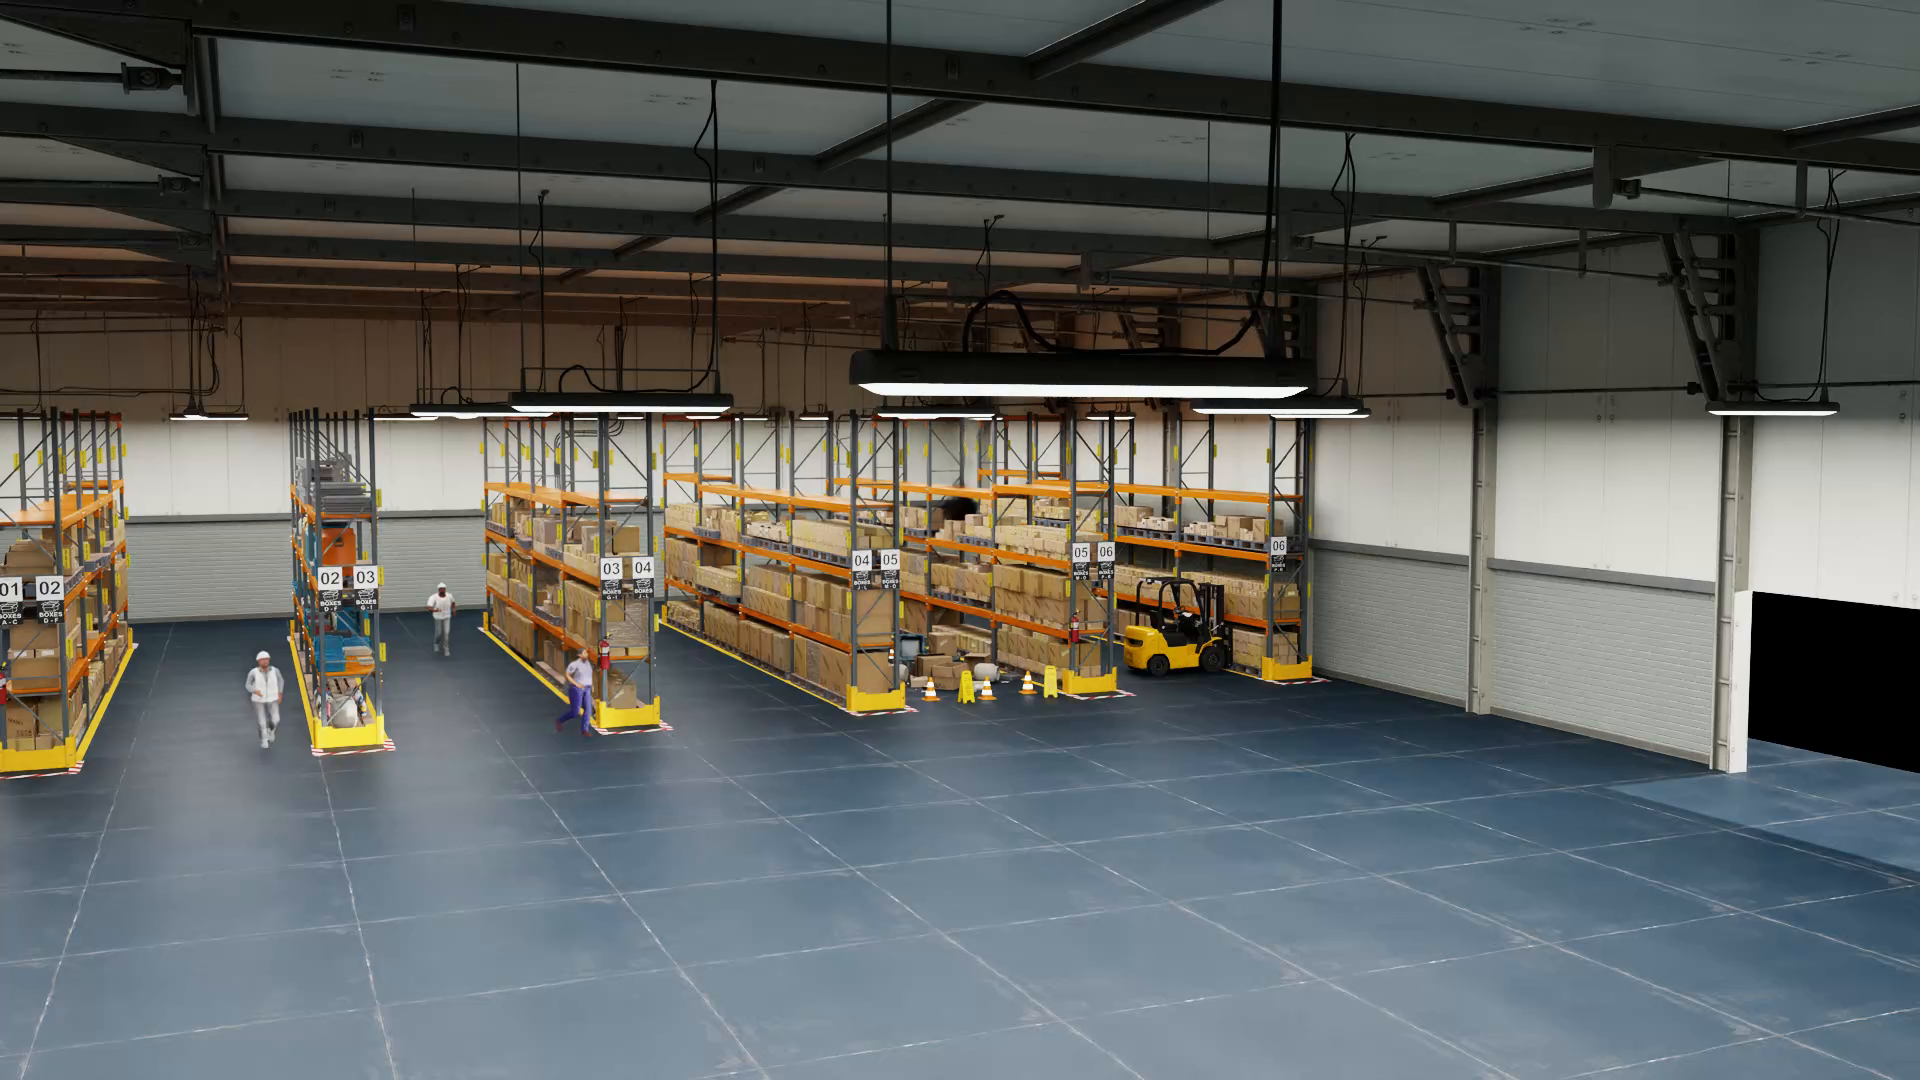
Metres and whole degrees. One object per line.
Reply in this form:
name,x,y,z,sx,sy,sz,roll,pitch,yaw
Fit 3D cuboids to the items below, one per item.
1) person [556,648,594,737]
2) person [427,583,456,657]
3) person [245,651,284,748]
person,-6.960,2.784,30.570,0.838,1.604,0.673,3,5,33
person,-12.830,1.951,41.191,0.723,1.795,0.864,-2,5,-30
person,-12.219,2.818,29.293,0.662,1.724,0.614,-3,5,-32
